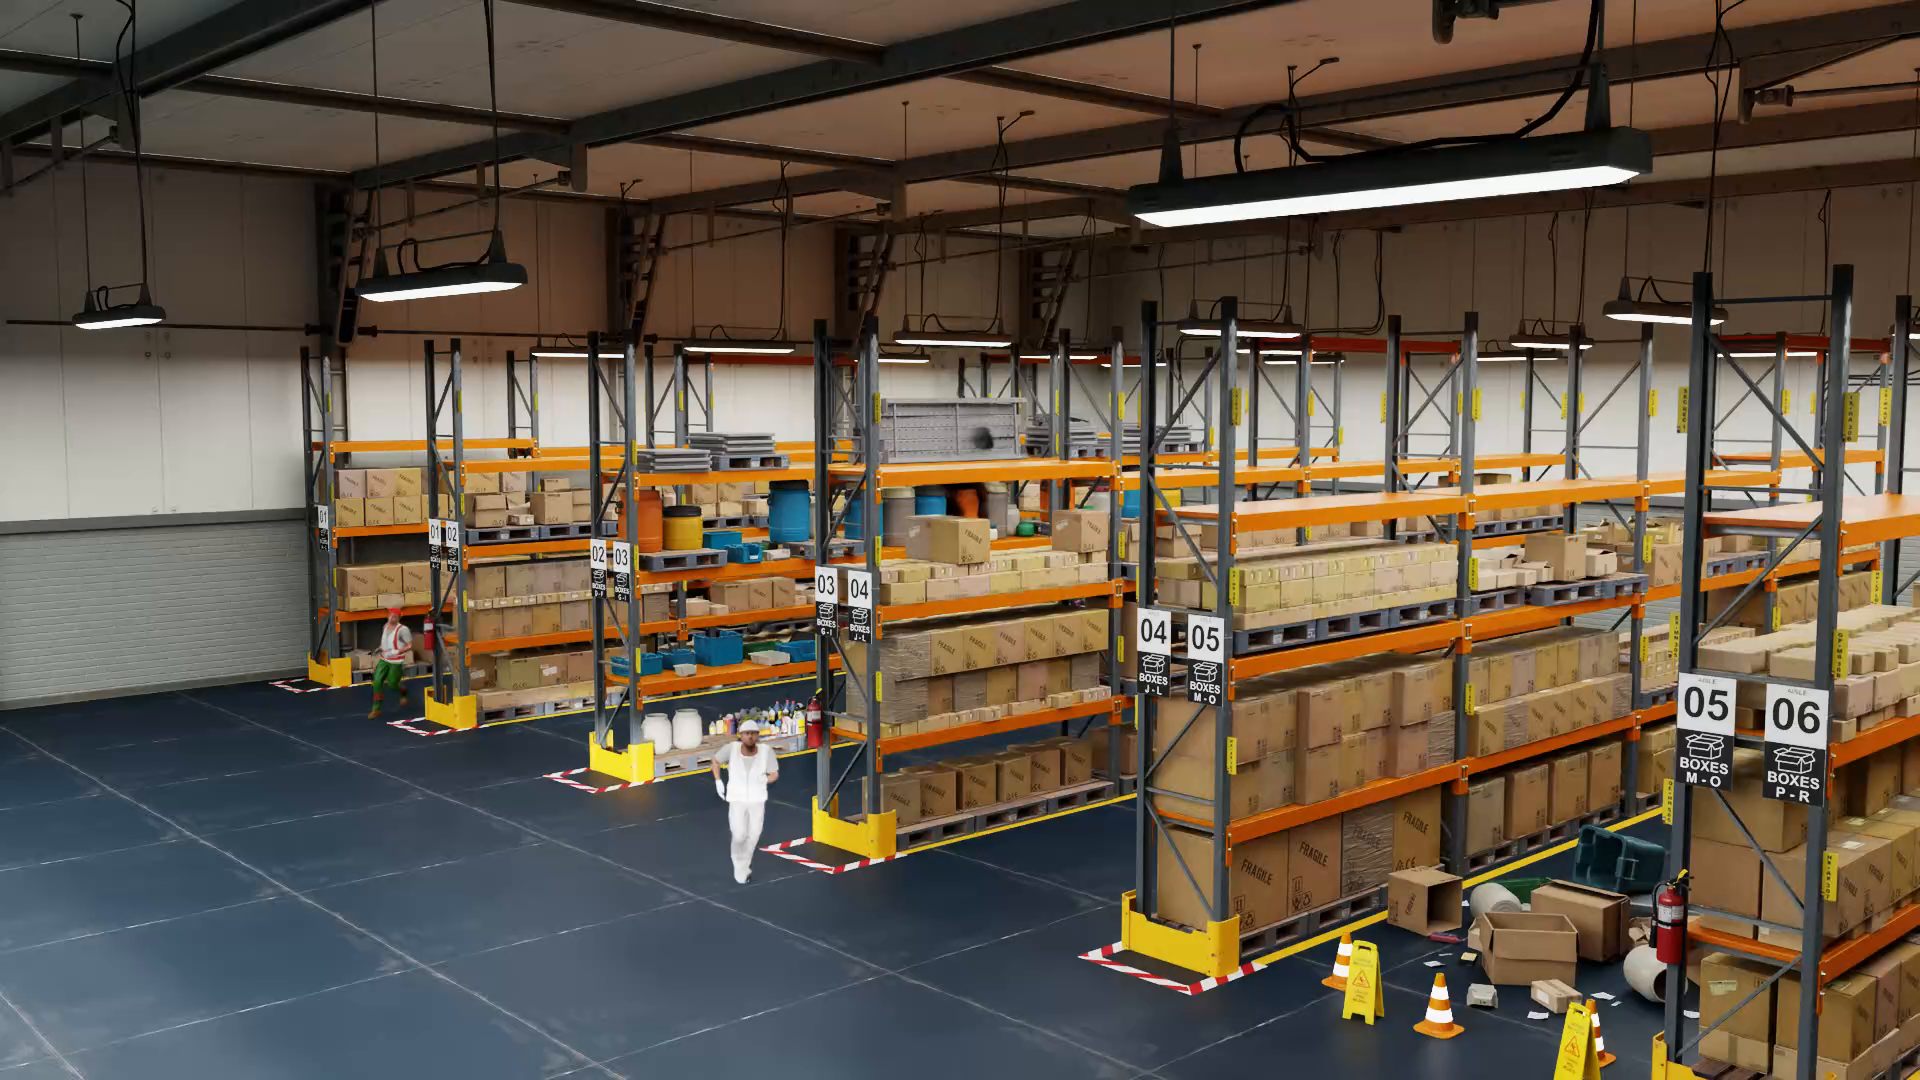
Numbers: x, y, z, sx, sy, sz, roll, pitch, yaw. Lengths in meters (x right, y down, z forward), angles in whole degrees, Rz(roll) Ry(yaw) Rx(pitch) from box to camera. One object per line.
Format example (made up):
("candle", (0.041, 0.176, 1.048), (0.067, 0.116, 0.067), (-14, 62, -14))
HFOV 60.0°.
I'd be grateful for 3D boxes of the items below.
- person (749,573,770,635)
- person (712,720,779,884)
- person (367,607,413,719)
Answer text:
("person", (-3.937, 1.462, 33.121), (0.582, 1.618, 0.578), (4, 6, 39))
("person", (-2.239, 2.744, 17.477), (0.662, 1.744, 0.766), (-1, 5, -16))
("person", (-9.090, 1.949, 26.726), (0.707, 1.776, 0.899), (2, 5, 21))
